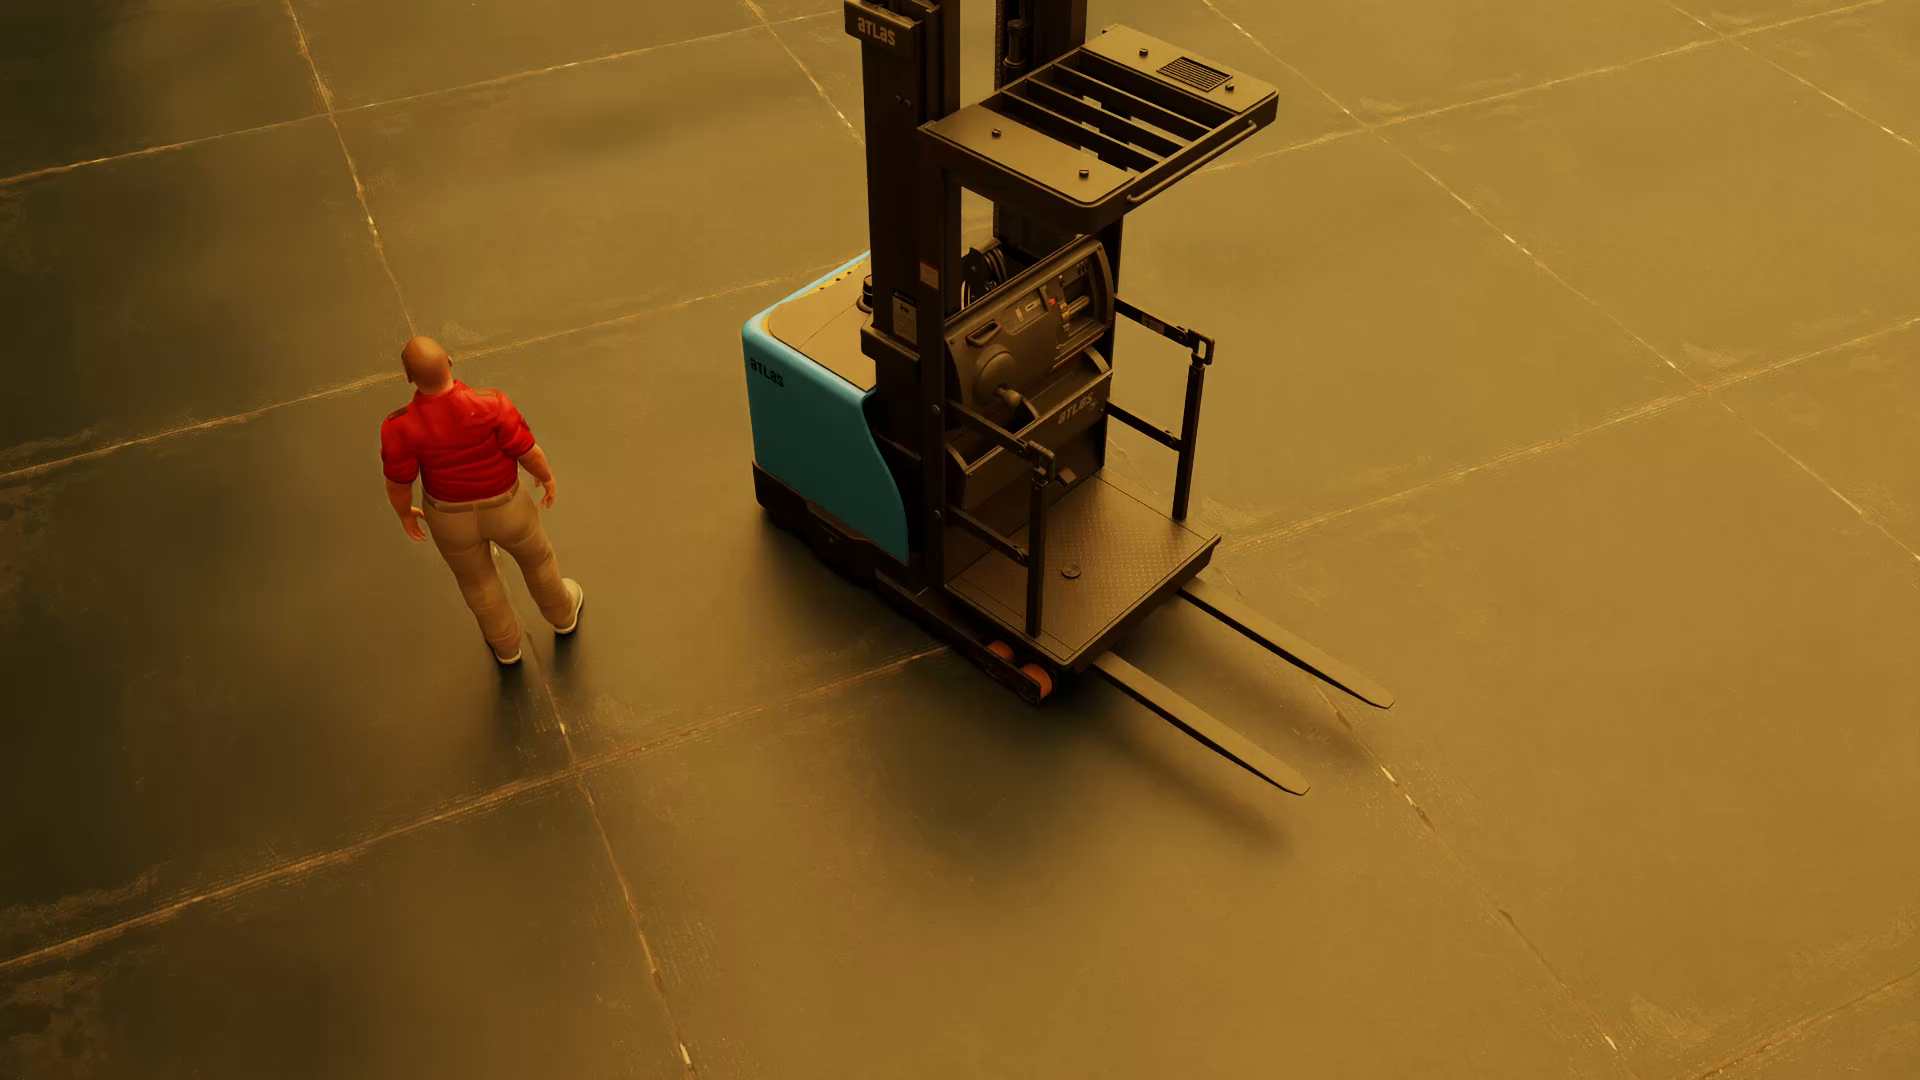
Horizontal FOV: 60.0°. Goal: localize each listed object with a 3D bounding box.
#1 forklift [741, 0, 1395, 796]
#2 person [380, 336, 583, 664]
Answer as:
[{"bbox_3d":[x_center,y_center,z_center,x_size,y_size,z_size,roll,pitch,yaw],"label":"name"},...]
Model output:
[{"bbox_3d":[0.445,-0.788,6.525,3.031,2.935,1.130,32,52,30],"label":"forklift"},{"bbox_3d":[-1.962,-0.194,6.759,0.640,1.727,0.551,-12,44,-13],"label":"person"}]
